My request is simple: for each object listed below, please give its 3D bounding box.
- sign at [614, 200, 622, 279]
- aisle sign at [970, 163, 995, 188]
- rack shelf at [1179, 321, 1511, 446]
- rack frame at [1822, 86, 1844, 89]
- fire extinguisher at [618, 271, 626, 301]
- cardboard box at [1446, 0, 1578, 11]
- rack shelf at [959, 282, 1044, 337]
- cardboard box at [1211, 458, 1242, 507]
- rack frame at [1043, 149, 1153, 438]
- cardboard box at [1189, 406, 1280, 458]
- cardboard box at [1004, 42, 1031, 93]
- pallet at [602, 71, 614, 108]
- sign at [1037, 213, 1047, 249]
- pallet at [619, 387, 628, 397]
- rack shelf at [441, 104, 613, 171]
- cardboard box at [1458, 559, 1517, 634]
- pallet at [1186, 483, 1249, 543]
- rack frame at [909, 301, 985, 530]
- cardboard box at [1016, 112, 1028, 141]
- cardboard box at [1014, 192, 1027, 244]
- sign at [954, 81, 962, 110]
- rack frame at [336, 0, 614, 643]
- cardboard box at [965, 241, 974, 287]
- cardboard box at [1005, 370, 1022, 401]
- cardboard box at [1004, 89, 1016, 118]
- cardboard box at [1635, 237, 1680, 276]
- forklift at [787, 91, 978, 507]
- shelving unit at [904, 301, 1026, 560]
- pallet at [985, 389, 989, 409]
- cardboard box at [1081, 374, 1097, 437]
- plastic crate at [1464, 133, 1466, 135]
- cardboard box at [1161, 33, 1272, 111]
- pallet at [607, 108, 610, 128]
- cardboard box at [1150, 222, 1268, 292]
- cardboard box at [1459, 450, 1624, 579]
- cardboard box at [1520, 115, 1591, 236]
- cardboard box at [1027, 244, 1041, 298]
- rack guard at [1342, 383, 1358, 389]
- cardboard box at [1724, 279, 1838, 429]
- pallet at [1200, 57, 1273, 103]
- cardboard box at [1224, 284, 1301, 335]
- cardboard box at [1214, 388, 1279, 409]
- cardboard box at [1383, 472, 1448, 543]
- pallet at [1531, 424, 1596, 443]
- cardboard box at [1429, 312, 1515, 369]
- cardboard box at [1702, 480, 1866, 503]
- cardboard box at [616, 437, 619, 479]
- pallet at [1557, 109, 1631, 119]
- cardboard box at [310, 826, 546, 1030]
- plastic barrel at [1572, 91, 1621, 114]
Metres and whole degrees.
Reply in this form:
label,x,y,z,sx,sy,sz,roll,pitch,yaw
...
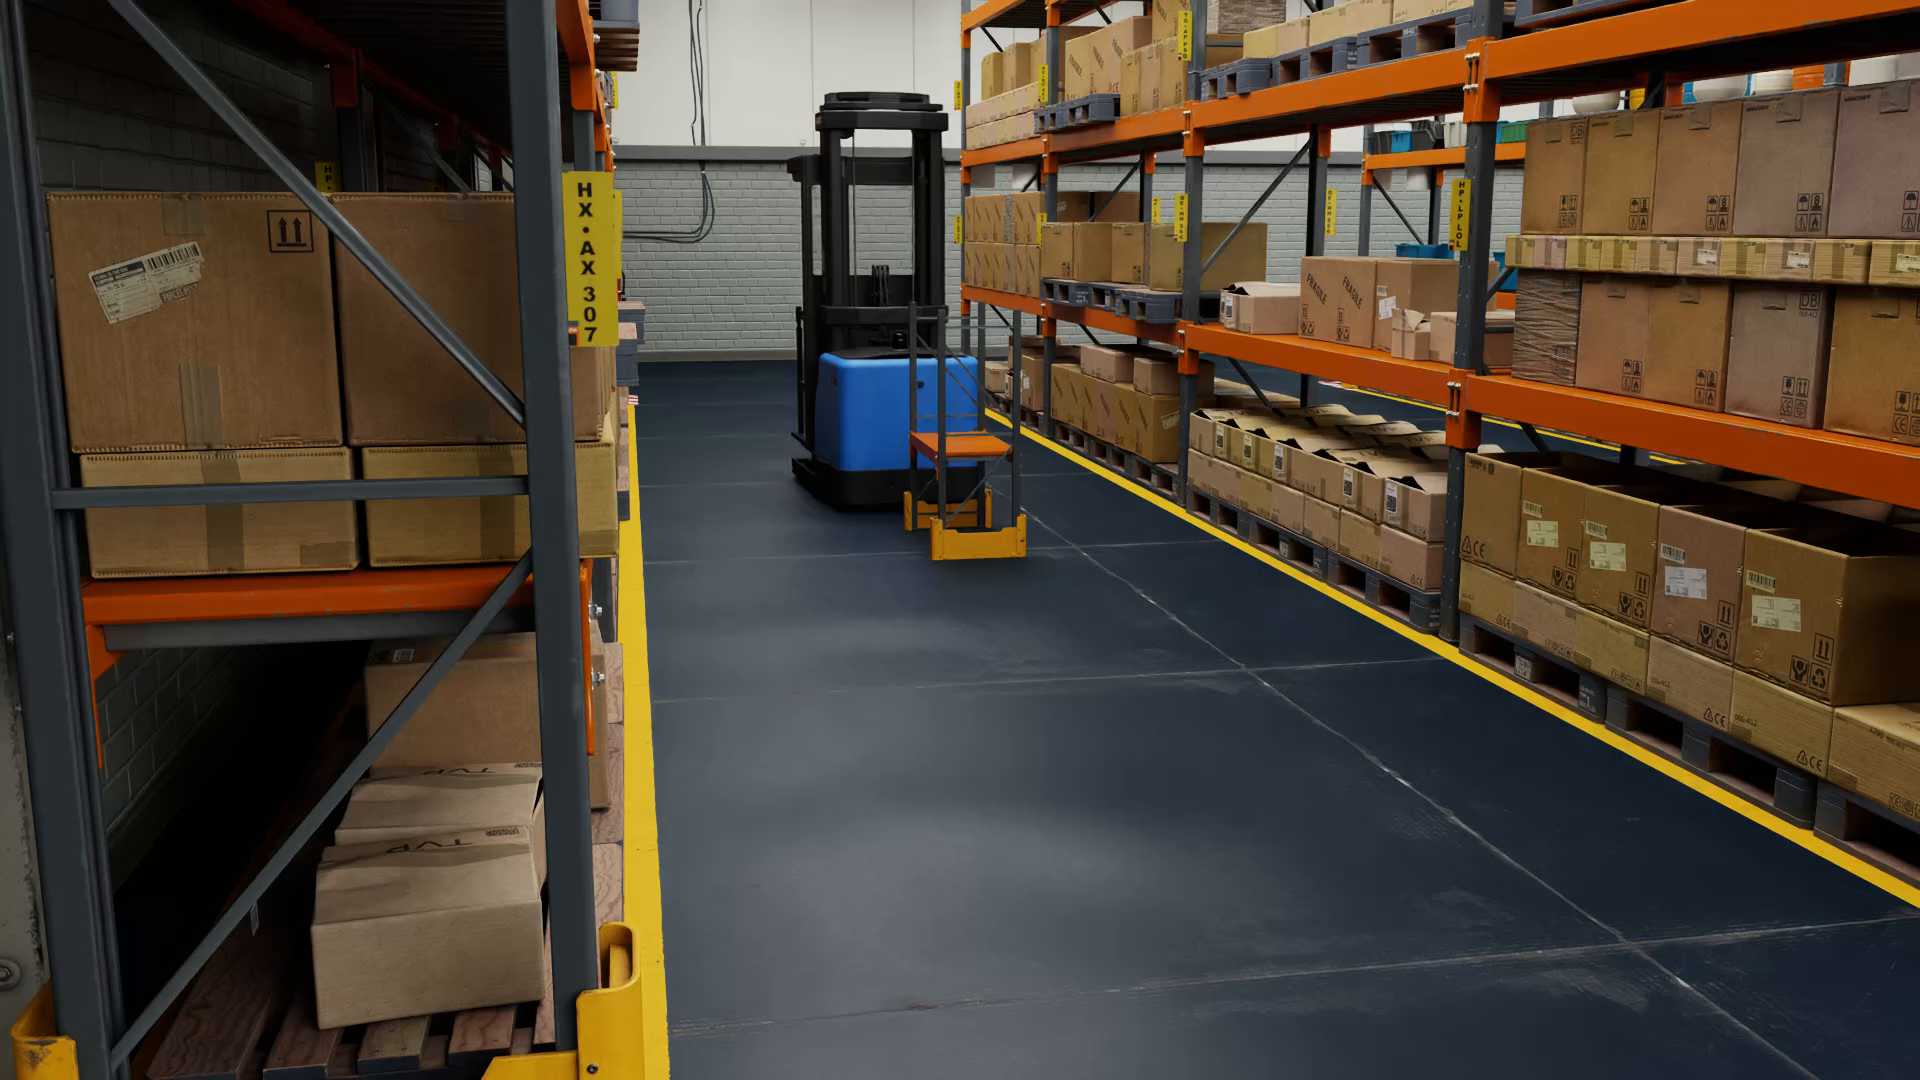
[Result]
label,x,y,z,sx,sy,sz,roll,pitch,yaw
sign,-1.479,-1.263,6.997,0.100,0.325,0.005,-2,11,-11
aisle sign,0.213,-4.478,19.246,0.394,0.787,0.004,-2,11,-11
rack shelf,2.460,-1.011,9.911,1.077,0.370,4.000,-2,11,-11
rack frame,6.930,-1.911,12.714,1.000,3.000,0.127,-2,11,-11
fire extinguisher,-3.920,-2.841,18.805,0.296,0.674,0.183,-2,11,-11
cardboard box,2.738,-2.717,8.206,0.500,0.250,0.500,-1,11,-5
rack shelf,0.904,-2.478,17.620,1.077,0.370,4.000,-2,11,-11
cardboard box,1.983,-0.388,10.944,0.500,0.250,0.500,-2,11,-13
rack frame,1.293,-2.465,15.625,1.000,3.000,0.127,-2,11,-11
cardboard box,1.884,-0.756,11.376,0.500,0.311,0.500,-2,11,-9
cardboard box,0.853,-4.841,17.146,0.700,0.500,0.500,-2,11,-11
pallet,-2.965,-3.048,11.168,1.213,0.211,1.003,-2,11,-8
sign,0.762,-2.869,15.433,0.100,0.325,0.005,-2,11,-11
pallet,-4.111,-1.504,18.035,1.003,0.211,1.213,-2,11,-11
rack shelf,-3.177,-3.038,12.535,1.077,0.370,4.000,-2,11,-11
cardboard box,2.641,0.243,7.630,0.500,0.250,0.500,-2,11,-11
pallet,2.192,-0.209,11.231,1.003,0.211,1.213,-2,11,-11
rack frame,-0.082,-0.814,10.964,0.500,1.500,0.032,-2,11,-11
cardboard box,0.850,-4.037,16.261,0.500,0.250,0.500,-2,11,-11
cardboard box,0.838,-3.183,16.454,0.500,0.500,0.500,-2,11,-12
sign,-0.018,-5.082,19.014,0.100,0.325,0.005,-2,11,-11
rack frame,-2.010,-0.817,6.966,1.000,3.000,0.127,-2,11,-11
cardboard box,0.342,-3.157,18.992,0.500,0.500,0.500,-2,11,-10
cardboard box,0.758,-1.592,17.053,0.500,0.311,0.500,-2,11,-11
cardboard box,0.743,-4.373,16.694,0.500,0.250,0.500,-2,11,-11
cardboard box,2.911,-1.122,6.566,0.380,0.149,0.250,-2,11,-13
forklift,-0.715,-1.907,12.875,1.130,2.935,3.031,-3,11,-15
shelving unit,0.015,-0.723,10.483,0.587,1.500,1.083,-2,11,-11
pallet,0.685,-1.669,18.899,1.003,0.211,1.213,-2,11,-11
cardboard box,1.352,-1.166,14.310,0.500,0.500,0.500,-2,11,-10
plastic crate,5.531,-4.208,17.465,0.293,0.136,0.466,-2,11,-11
cardboard box,1.953,-3.333,11.895,0.910,0.500,0.500,-2,11,-11
pallet,-3.715,-3.865,15.194,1.003,0.211,1.213,-2,11,-11
cardboard box,1.838,-2.098,12.308,0.700,0.500,0.500,-6,12,-30
cardboard box,2.632,-0.125,7.558,0.500,0.500,0.500,-2,11,-11
cardboard box,2.941,-1.603,7.360,0.700,0.500,0.500,-2,11,-11
cardboard box,0.944,-2.597,16.049,0.500,0.500,0.500,-2,11,-10
rack guard,5.357,-2.154,20.677,1.175,0.500,0.348,-2,11,-11
cardboard box,3.244,-0.683,5.996,0.700,0.500,0.500,-2,11,-9
pallet,2.290,-2.991,10.871,1.213,0.211,1.003,-2,11,-8
cardboard box,2.055,-1.517,10.880,0.500,0.311,0.500,-2,11,-12
cardboard box,2.155,-0.909,12.960,0.500,0.500,0.500,-3,11,-13
cardboard box,2.489,-0.193,8.417,0.500,0.311,0.500,-2,11,-11
pallet,6.261,-1.132,16.077,1.003,0.211,1.213,-2,11,-11
cardboard box,2.710,-1.013,8.397,0.500,0.250,0.500,-1,11,-7
cardboard box,3.340,0.039,6.694,0.500,0.500,0.500,-2,11,-11
cardboard box,-2.802,-0.841,11.716,0.750,0.750,0.750,-2,11,-12
pallet,6.400,-3.885,15.569,1.213,0.211,1.003,-2,11,-11
cardboard box,-1.278,0.891,4.006,0.500,0.311,0.500,-3,11,-17
plastic barrel,6.009,-4.285,15.681,0.433,0.535,0.433,0,11,0
